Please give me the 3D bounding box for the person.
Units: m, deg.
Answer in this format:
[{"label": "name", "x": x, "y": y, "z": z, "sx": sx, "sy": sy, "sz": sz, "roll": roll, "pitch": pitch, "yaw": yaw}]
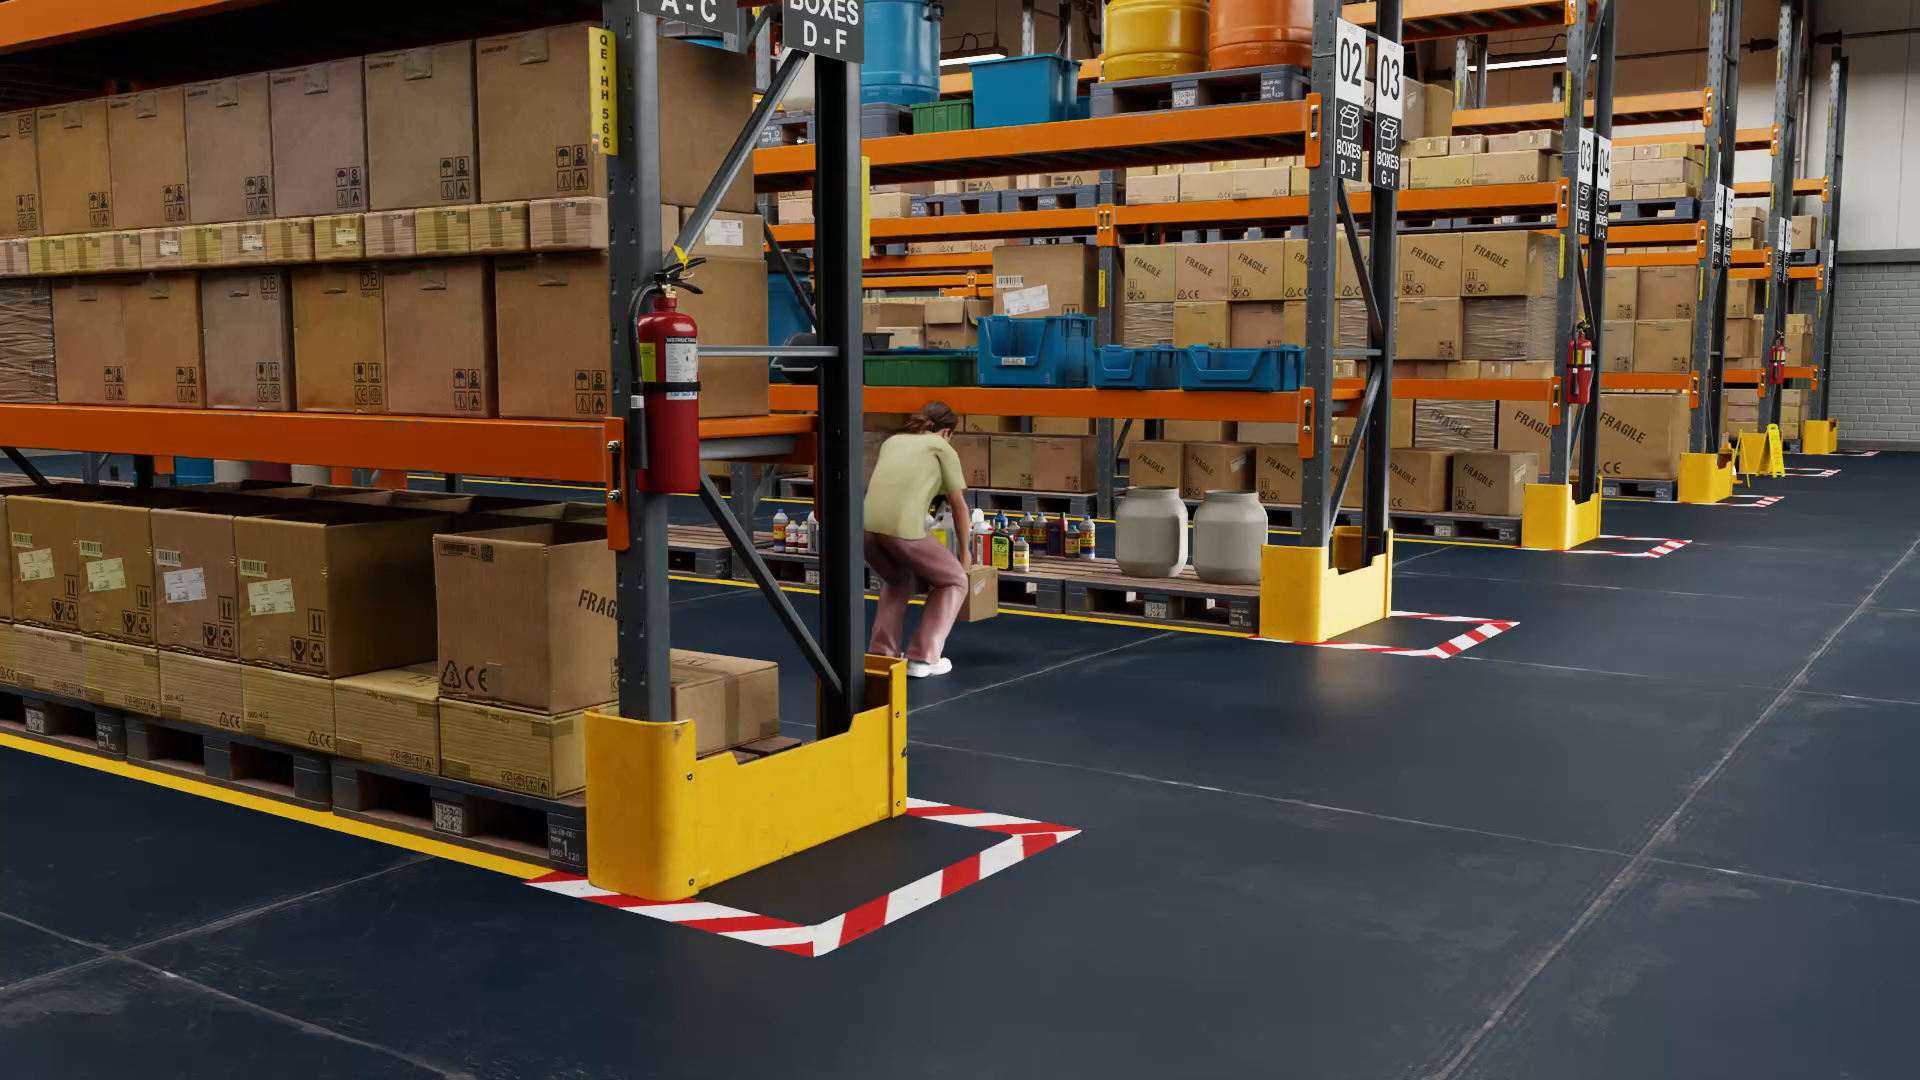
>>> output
[{"label": "person", "x": -0.236, "y": -0.015, "z": 7.911, "sx": 0.512, "sy": 1.278, "sz": 0.693, "roll": 4, "pitch": 8, "yaw": 34}]
